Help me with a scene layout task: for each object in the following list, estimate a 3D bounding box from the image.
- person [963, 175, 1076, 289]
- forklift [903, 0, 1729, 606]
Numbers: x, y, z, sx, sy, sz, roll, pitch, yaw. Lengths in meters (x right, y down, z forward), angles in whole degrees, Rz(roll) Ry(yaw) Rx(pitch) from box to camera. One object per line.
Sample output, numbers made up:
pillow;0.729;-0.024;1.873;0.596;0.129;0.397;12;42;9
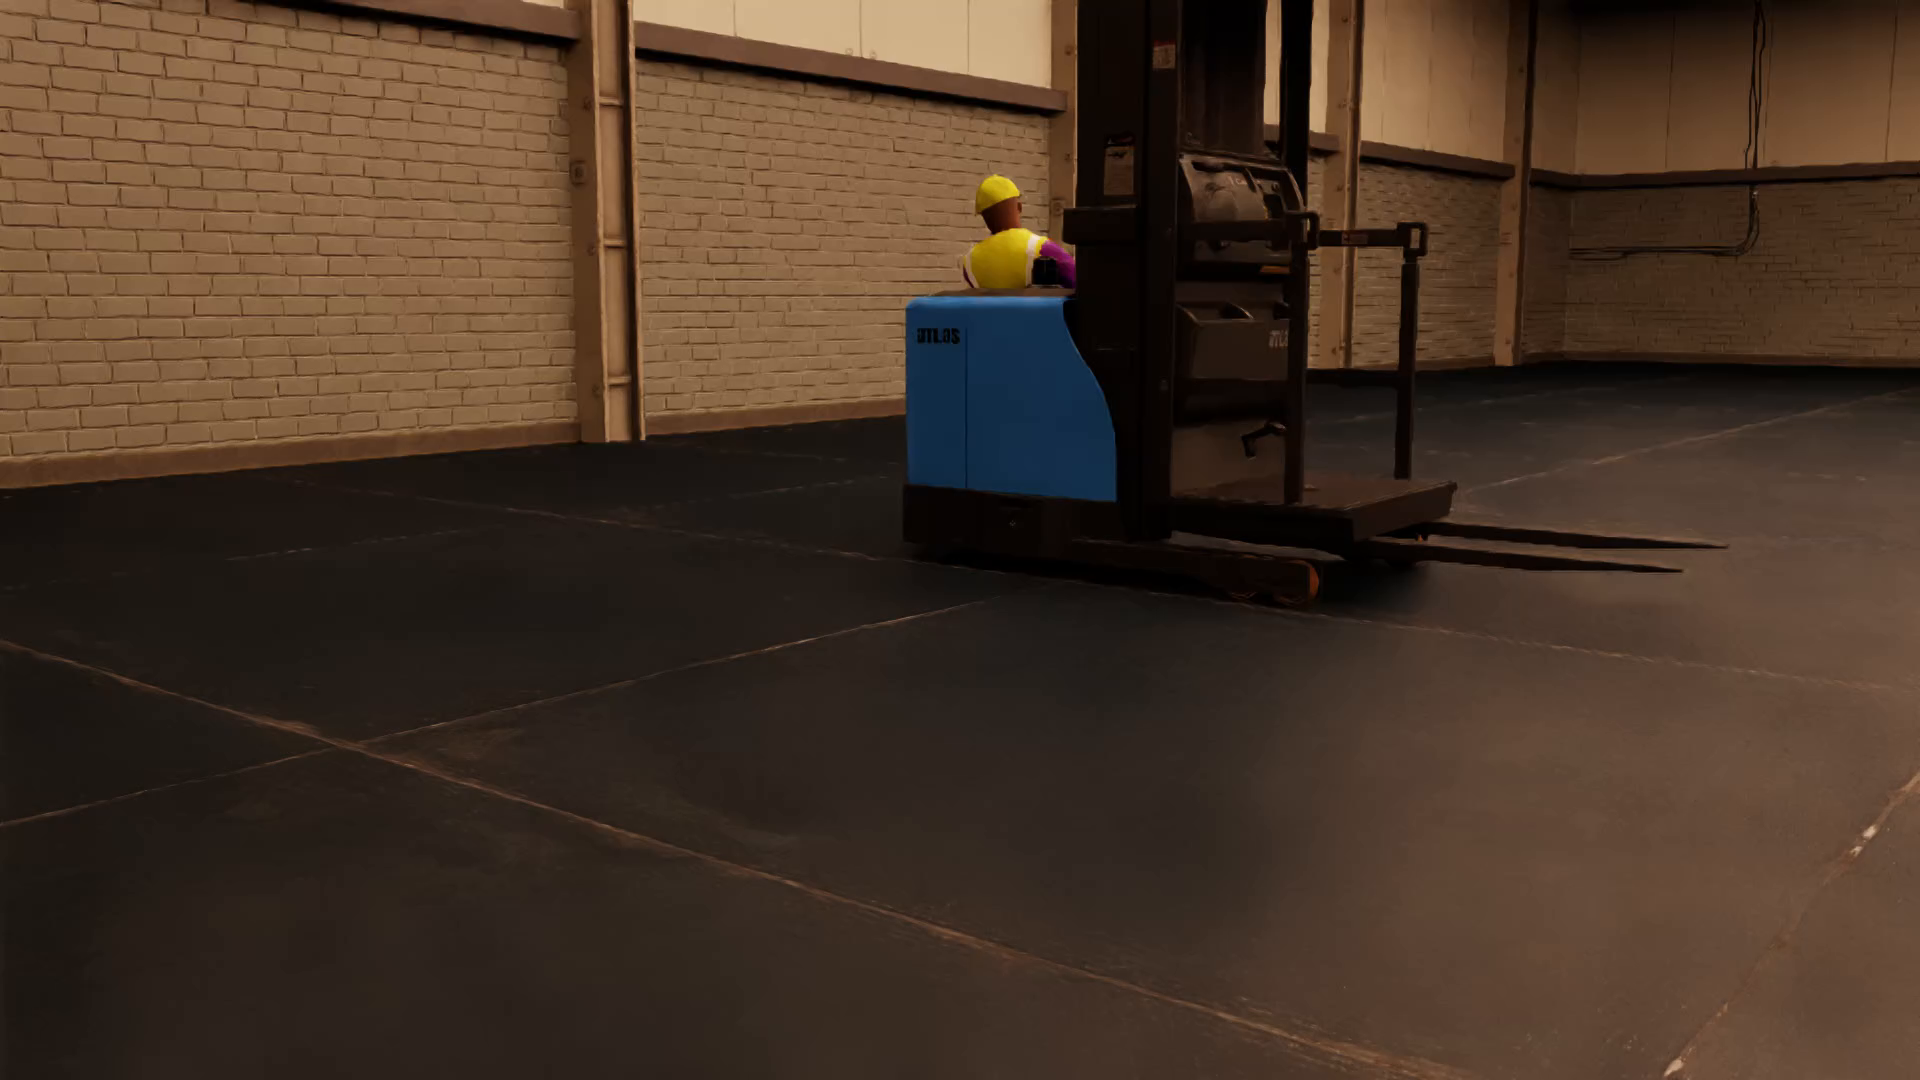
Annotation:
person;0.418;-0.888;7.852;0.804;1.626;0.849;3;9;17
forklift;1.248;-1.306;6.204;3.031;2.935;1.130;6;10;36
